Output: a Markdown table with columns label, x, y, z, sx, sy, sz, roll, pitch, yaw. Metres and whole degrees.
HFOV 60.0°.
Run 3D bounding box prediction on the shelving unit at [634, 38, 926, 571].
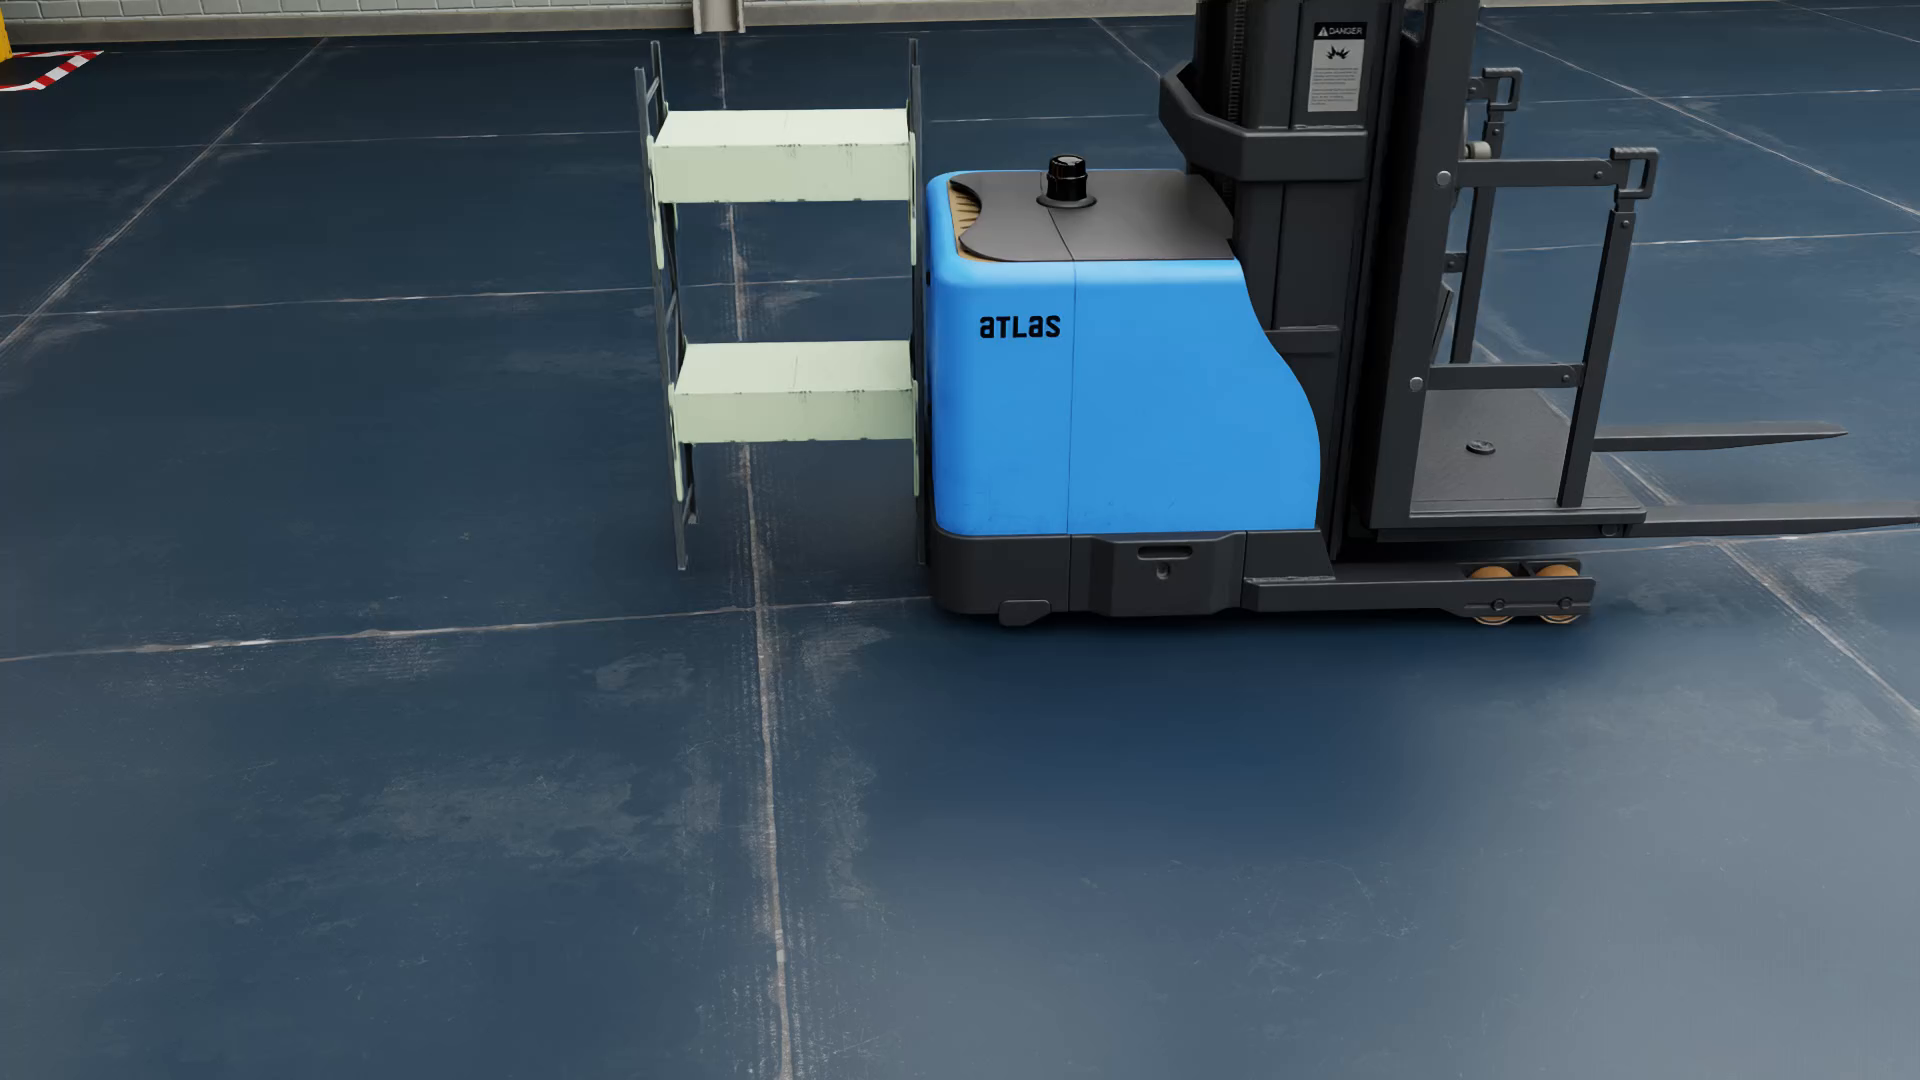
| label | x | y | z | sx | sy | sz | roll | pitch | yaw |
| --- | --- | --- | --- | --- | --- | --- | --- | --- | --- |
| shelving unit | -0.491 | -0.671 | 4.916 | 0.755 | 1.500 | 0.431 | -1 | 27 | -2 |

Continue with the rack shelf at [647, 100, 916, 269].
| label | x | y | z | sx | sy | sz | roll | pitch | yaw |
| --- | --- | --- | --- | --- | --- | --- | --- | --- | --- |
| rack shelf | -0.491 | -1.019 | 4.737 | 0.720 | 0.370 | 0.431 | -1 | 27 | -2 |

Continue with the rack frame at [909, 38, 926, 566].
| label | x | y | z | sx | sy | sz | roll | pitch | yaw |
| --- | --- | --- | --- | --- | --- | --- | --- | --- | --- |
| rack frame | -0.125 | -0.679 | 4.931 | 0.023 | 1.500 | 0.400 | -1 | 27 | -2 |

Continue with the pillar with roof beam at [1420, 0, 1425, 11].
| label | x | y | z | sx | sy | sz | roll | pitch | yaw |
| --- | --- | --- | --- | --- | --- | --- | --- | --- | --- |
| pillar with roof beam | 4.652 | -6.450 | 7.963 | 0.400 | 9.000 | 9.100 | -4 | 27 | -7 |

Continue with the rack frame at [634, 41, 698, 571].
| label | x | y | z | sx | sy | sz | roll | pitch | yaw |
| --- | --- | --- | --- | --- | --- | --- | --- | --- | --- |
| rack frame | -0.857 | -0.663 | 4.900 | 0.023 | 1.500 | 0.400 | -1 | 27 | -2 |

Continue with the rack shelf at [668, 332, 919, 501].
| label | x | y | z | sx | sy | sz | roll | pitch | yaw |
| --- | --- | --- | --- | --- | --- | --- | --- | --- | --- |
| rack shelf | -0.491 | -0.381 | 5.064 | 0.720 | 0.370 | 0.431 | -1 | 27 | -2 |

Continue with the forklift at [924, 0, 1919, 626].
| label | x | y | z | sx | sy | sz | roll | pitch | yaw |
| --- | --- | --- | --- | --- | --- | --- | --- | --- | --- |
| forklift | 1.415 | -1.300 | 4.574 | 3.031 | 2.935 | 1.130 | -1 | 27 | -2 |

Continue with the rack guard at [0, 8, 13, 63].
| label | x | y | z | sx | sy | sz | roll | pitch | yaw |
| --- | --- | --- | --- | --- | --- | --- | --- | --- | --- |
| rack guard | -6.992 | -3.490 | 11.504 | 0.348 | 0.500 | 1.175 | -4 | 27 | -7 |

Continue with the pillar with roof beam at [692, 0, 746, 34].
| label | x | y | z | sx | sy | sz | roll | pitch | yaw |
| --- | --- | --- | --- | --- | --- | --- | --- | --- | --- |
| pillar with roof beam | -1.289 | -6.068 | 7.219 | 0.400 | 9.000 | 9.100 | -4 | 27 | -7 |
